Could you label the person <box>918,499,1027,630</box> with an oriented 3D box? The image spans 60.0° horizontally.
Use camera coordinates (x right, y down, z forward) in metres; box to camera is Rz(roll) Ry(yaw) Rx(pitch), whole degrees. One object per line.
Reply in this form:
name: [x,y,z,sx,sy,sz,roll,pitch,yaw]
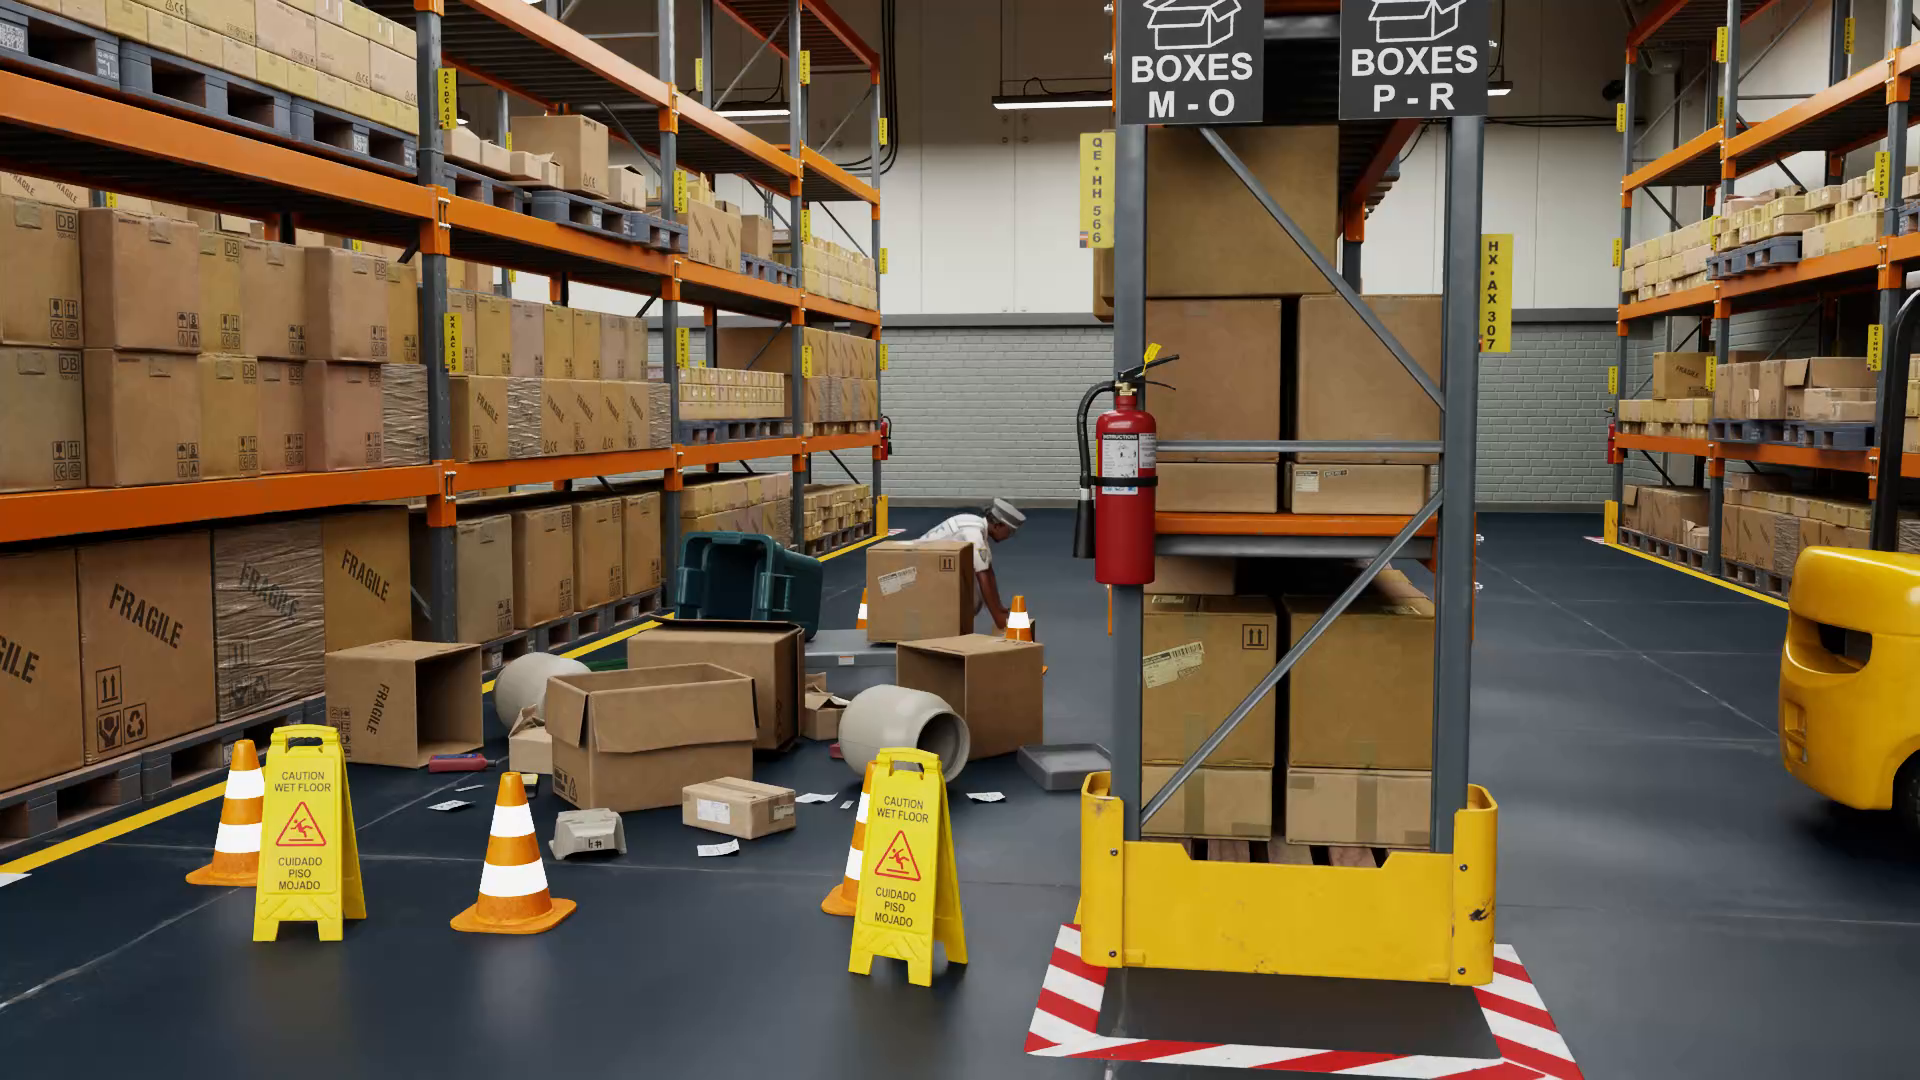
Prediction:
person: [0.006,0.252,10.733,0.846,1.034,0.482,1,5,9]
